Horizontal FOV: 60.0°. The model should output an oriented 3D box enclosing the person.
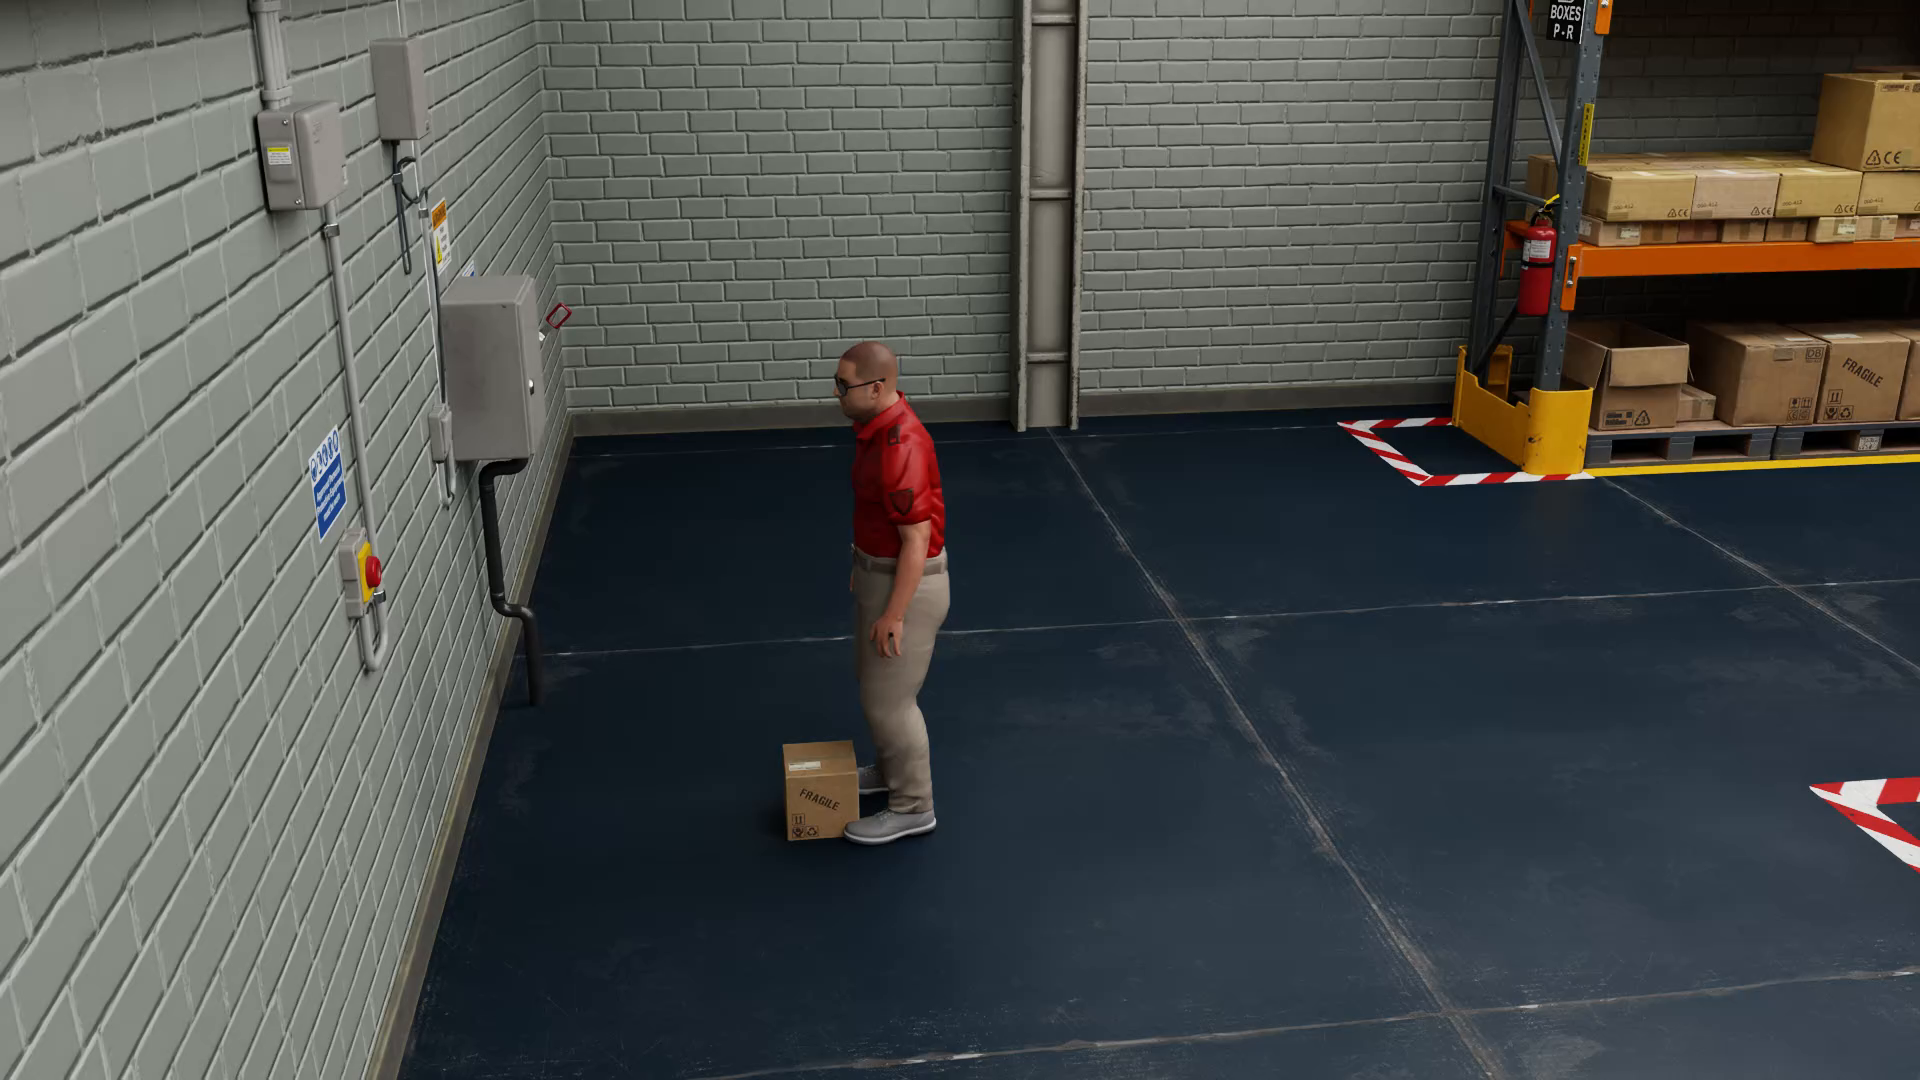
[{"bbox_3d":[-0.238,0.169,5.623,0.384,1.728,0.603,-4,20,-10],"label":"person"}]
